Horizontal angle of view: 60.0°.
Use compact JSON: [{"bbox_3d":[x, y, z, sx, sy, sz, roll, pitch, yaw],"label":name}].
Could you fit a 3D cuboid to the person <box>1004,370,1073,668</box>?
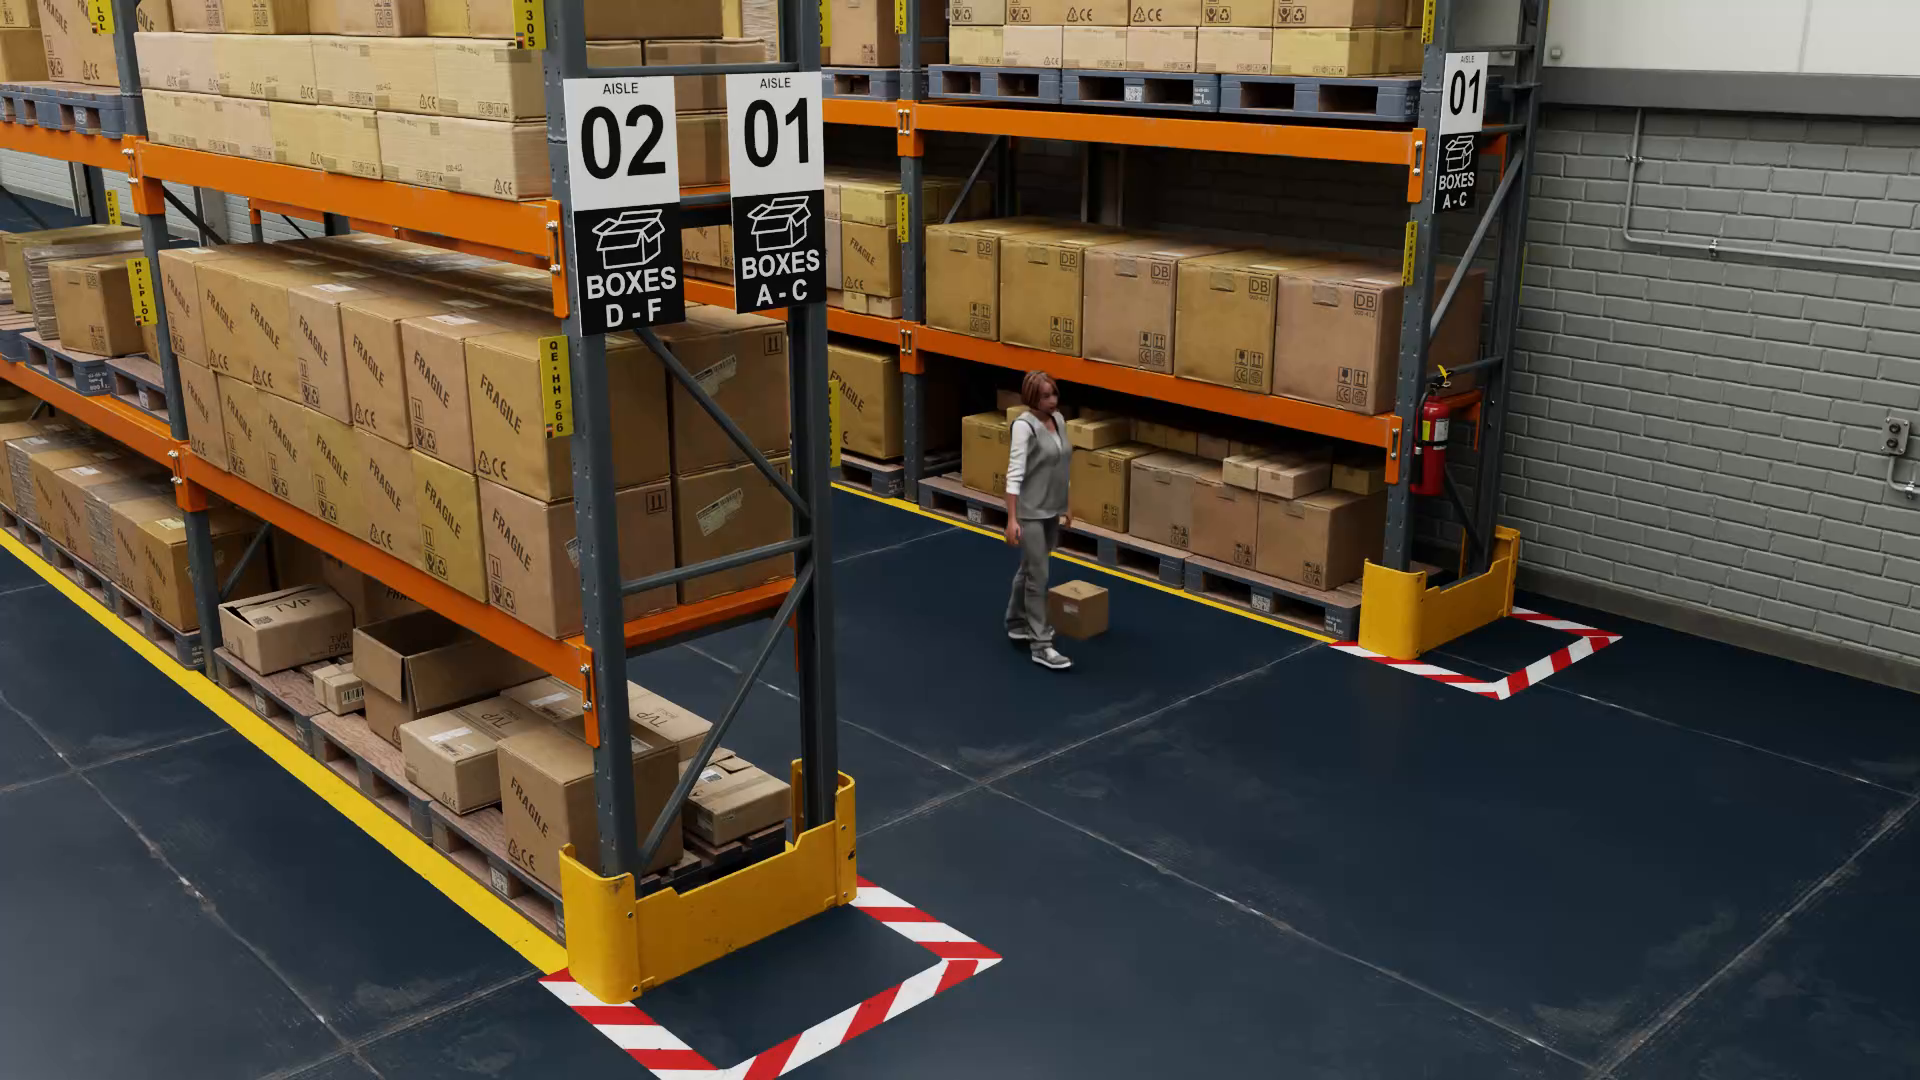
[{"bbox_3d":[0.429,-0.128,8.922,0.564,1.584,0.591,12,21,34],"label":"person"}]
